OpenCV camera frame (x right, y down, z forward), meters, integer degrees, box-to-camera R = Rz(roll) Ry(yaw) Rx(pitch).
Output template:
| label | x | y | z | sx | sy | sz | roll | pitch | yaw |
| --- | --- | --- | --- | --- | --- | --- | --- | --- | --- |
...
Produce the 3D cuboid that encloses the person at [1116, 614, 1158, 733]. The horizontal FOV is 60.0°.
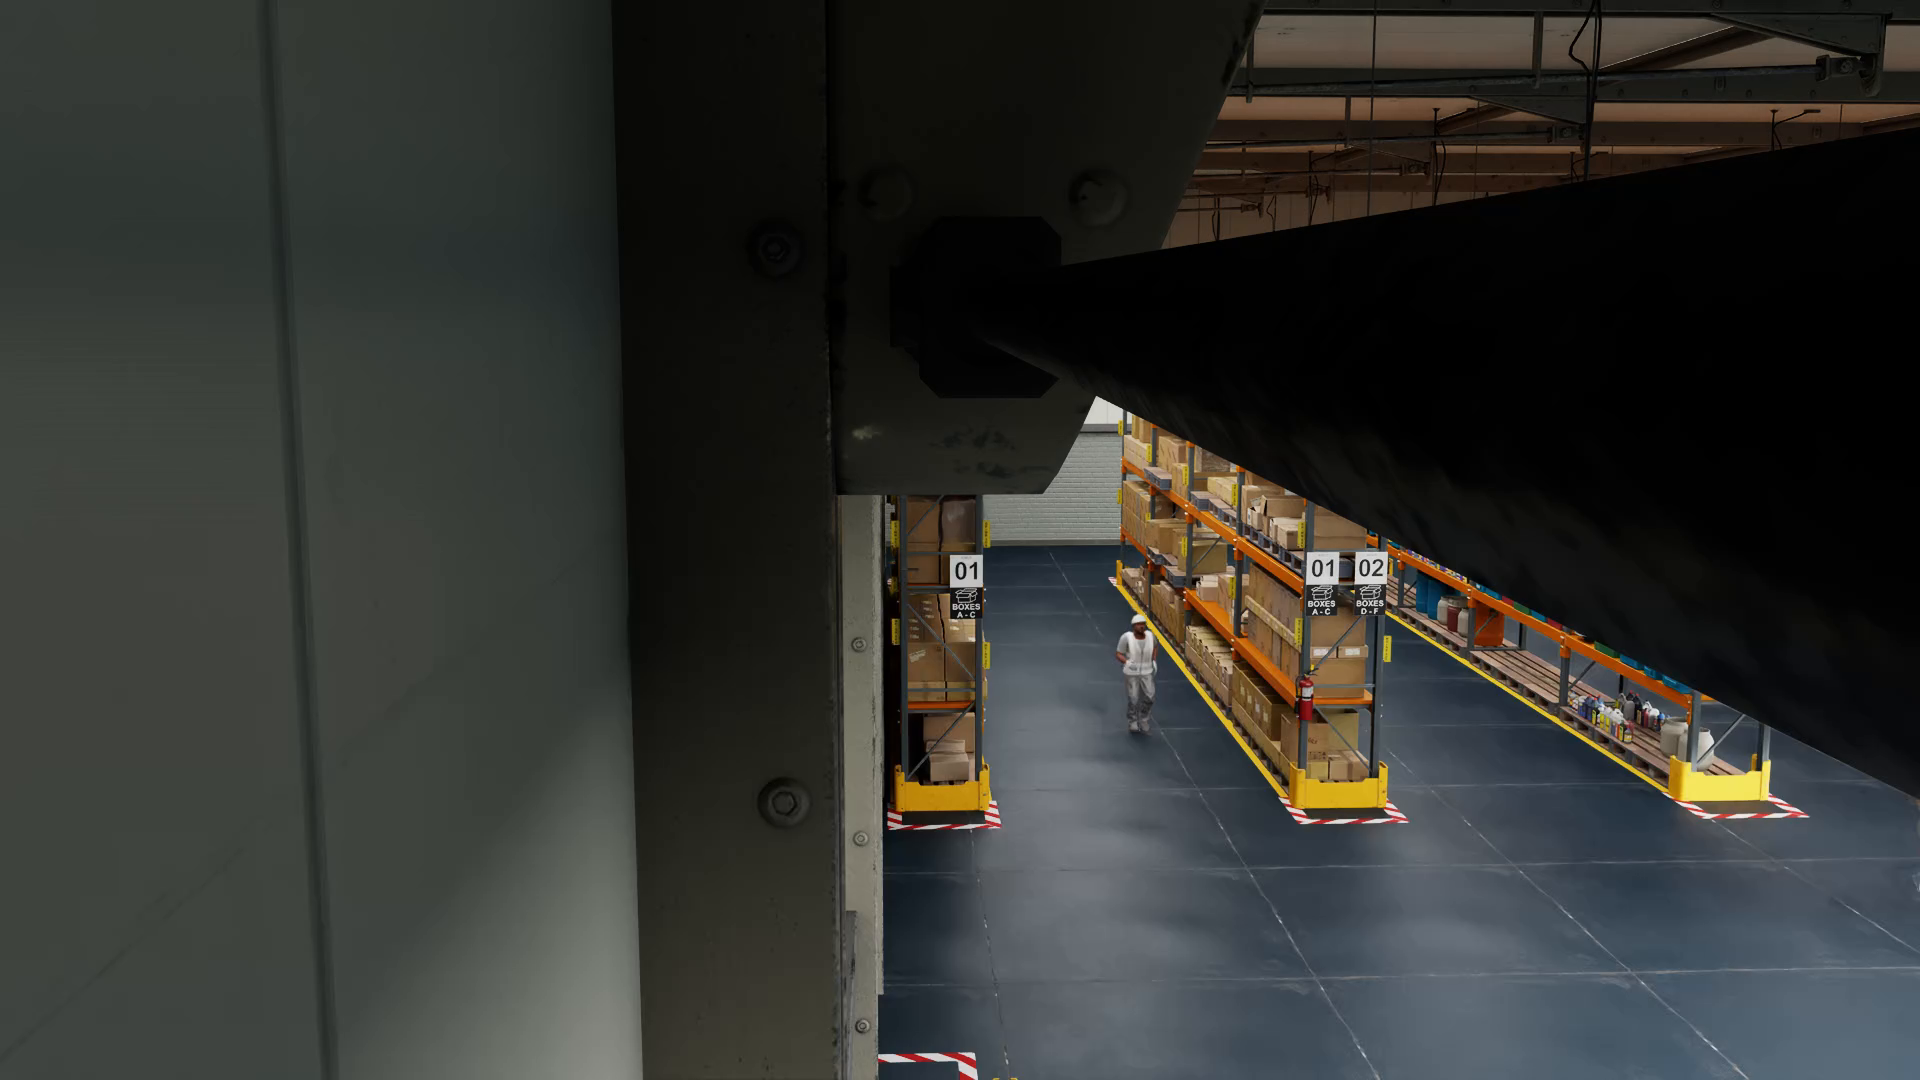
| label | x | y | z | sx | sy | sz | roll | pitch | yaw |
| --- | --- | --- | --- | --- | --- | --- | --- | --- | --- |
| person | 2.580 | 1.935 | 23.972 | 0.660 | 1.756 | 0.656 | -1 | 8 | -8 |
